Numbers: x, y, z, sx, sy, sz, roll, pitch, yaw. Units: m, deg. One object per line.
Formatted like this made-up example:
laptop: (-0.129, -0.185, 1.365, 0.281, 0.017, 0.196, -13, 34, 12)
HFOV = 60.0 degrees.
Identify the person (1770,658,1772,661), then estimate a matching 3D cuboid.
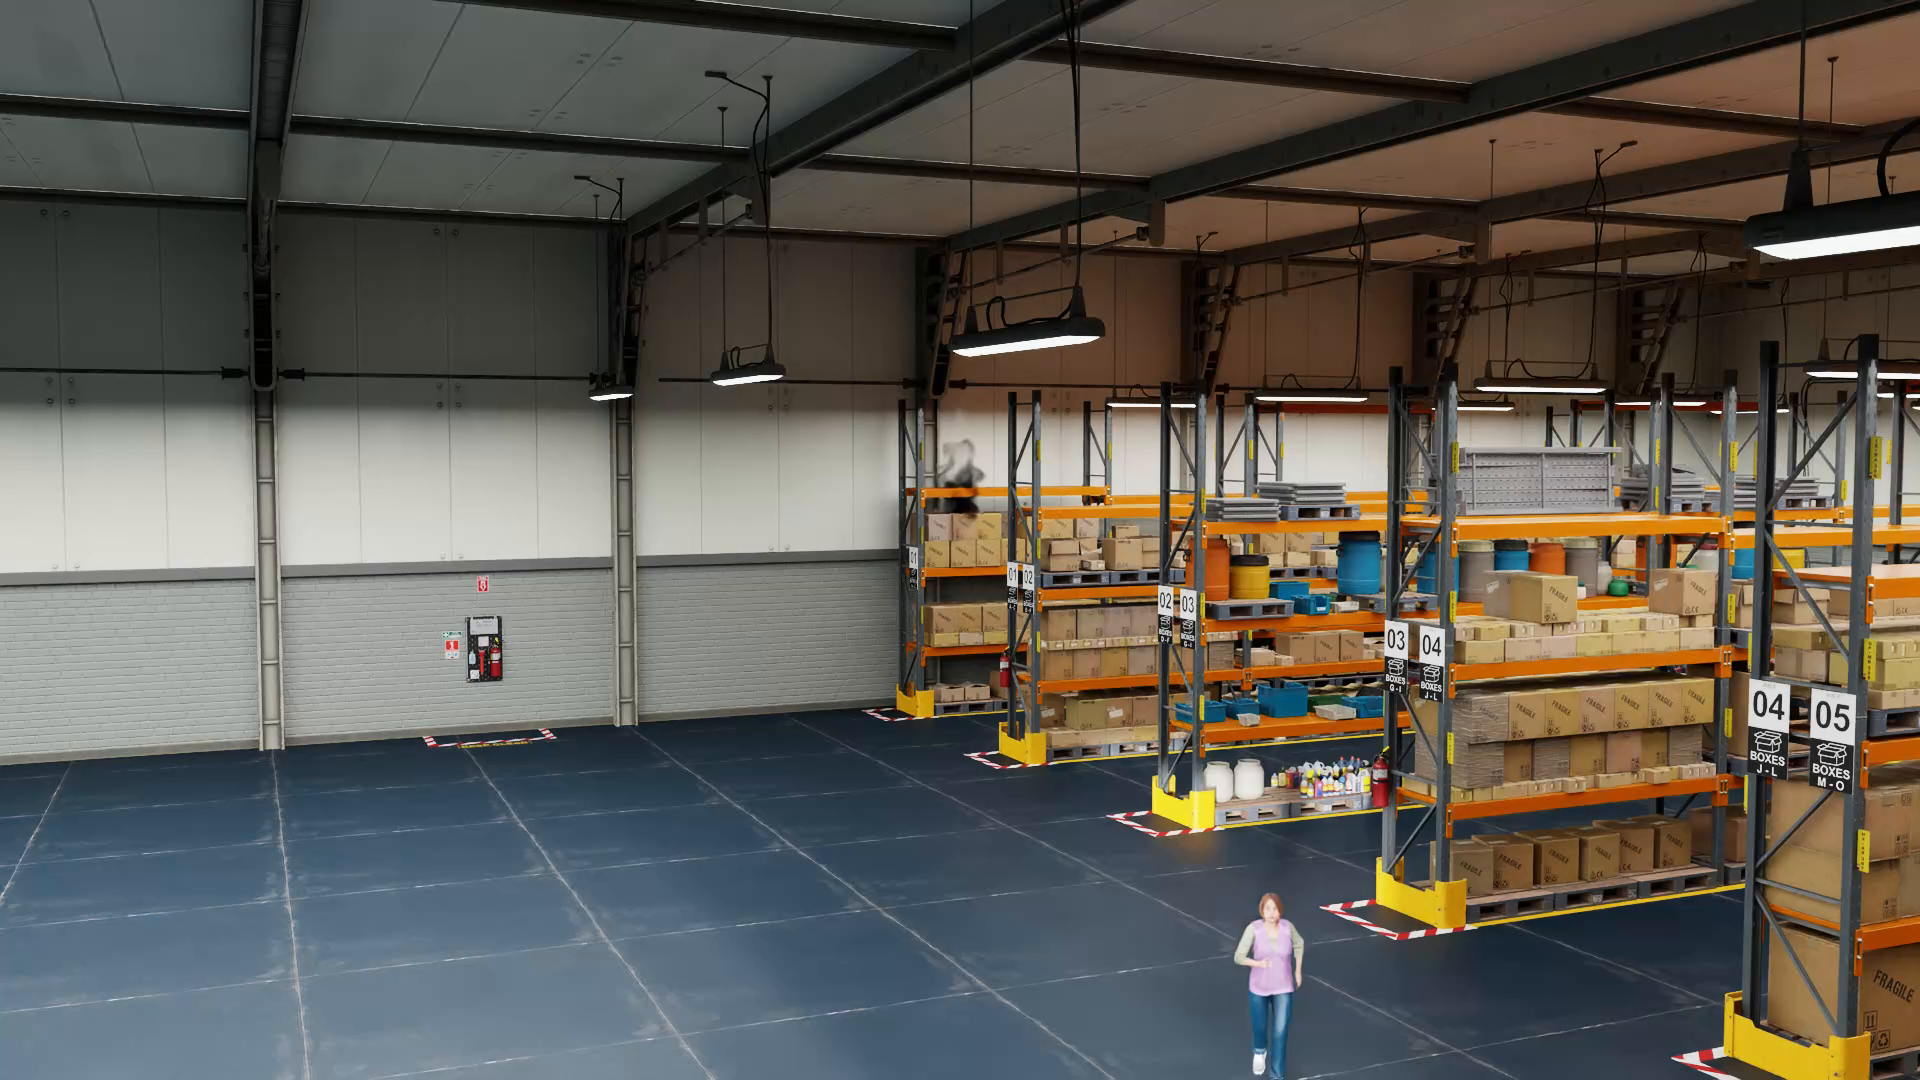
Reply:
person: (15.211, 2.445, 31.282, 0.582, 1.736, 0.654, -2, 4, -33)

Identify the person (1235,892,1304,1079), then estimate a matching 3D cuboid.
person: (2.446, 3.577, 13.152, 0.558, 1.595, 0.837, 0, 3, 6)

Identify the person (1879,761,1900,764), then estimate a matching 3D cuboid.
person: (10.039, 3.227, 17.958, 0.782, 1.825, 0.674, -2, 4, -33)
